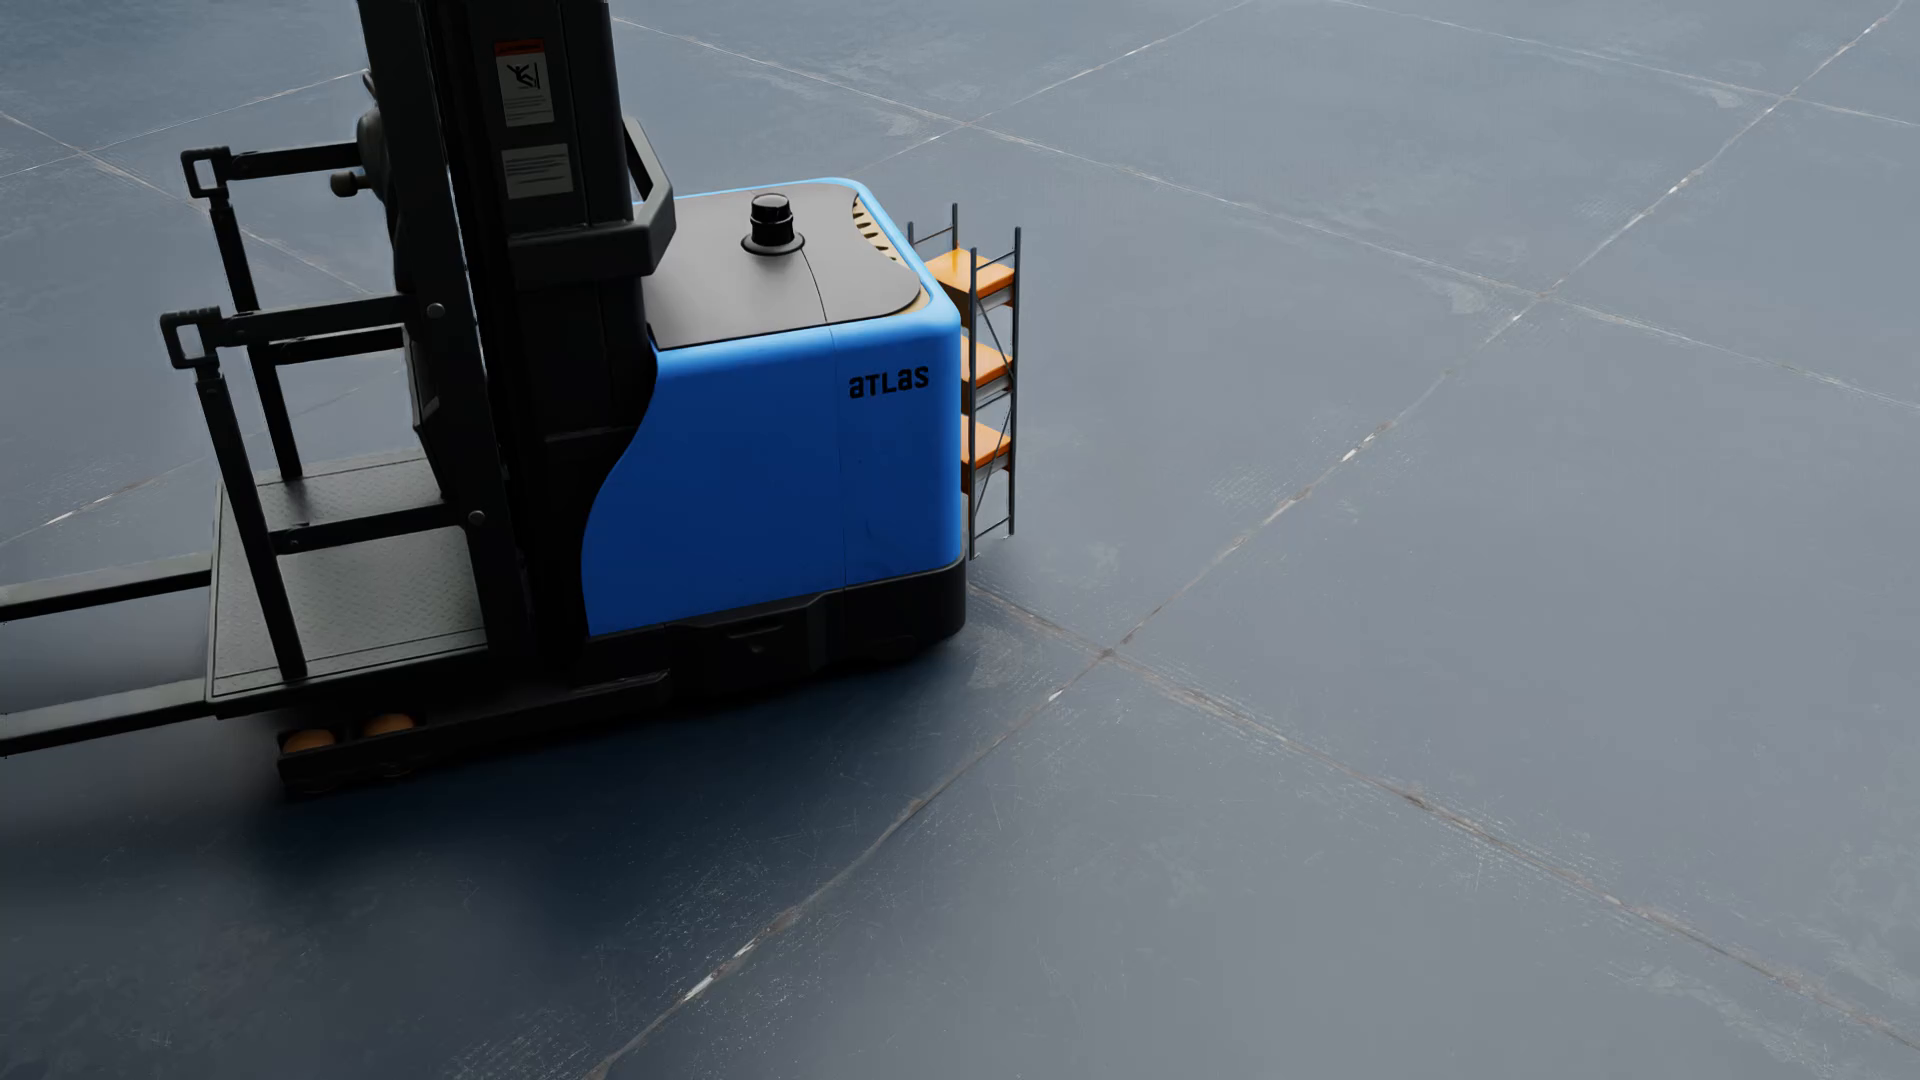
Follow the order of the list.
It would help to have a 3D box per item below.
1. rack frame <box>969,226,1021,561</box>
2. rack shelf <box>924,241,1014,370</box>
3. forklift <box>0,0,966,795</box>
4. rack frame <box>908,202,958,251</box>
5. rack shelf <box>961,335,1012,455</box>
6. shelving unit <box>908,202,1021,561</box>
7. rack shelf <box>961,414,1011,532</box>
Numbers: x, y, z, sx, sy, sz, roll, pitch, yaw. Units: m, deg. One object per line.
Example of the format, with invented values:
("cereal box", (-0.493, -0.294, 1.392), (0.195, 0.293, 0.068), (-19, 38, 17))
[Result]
("rack frame", (0.100, -0.410, 4.920), (0.008, 1.050, 0.200), (28, 43, 34))
("rack shelf", (0.011, -0.683, 4.834), (0.240, 0.259, 0.215), (28, 43, 34))
("forklift", (-1.558, -0.891, 3.958), (3.031, 2.935, 1.130), (-11, 36, -15))
("rack frame", (-0.077, -0.505, 5.058), (0.008, 1.050, 0.200), (28, 43, 34))
("rack shelf", (0.011, -0.449, 4.995), (0.240, 0.259, 0.215), (28, 43, 34))
("shelving unit", (0.011, -0.458, 4.989), (0.252, 1.050, 0.215), (28, 43, 34))
("rack shelf", (0.011, -0.220, 5.152), (0.240, 0.259, 0.215), (28, 43, 34))
